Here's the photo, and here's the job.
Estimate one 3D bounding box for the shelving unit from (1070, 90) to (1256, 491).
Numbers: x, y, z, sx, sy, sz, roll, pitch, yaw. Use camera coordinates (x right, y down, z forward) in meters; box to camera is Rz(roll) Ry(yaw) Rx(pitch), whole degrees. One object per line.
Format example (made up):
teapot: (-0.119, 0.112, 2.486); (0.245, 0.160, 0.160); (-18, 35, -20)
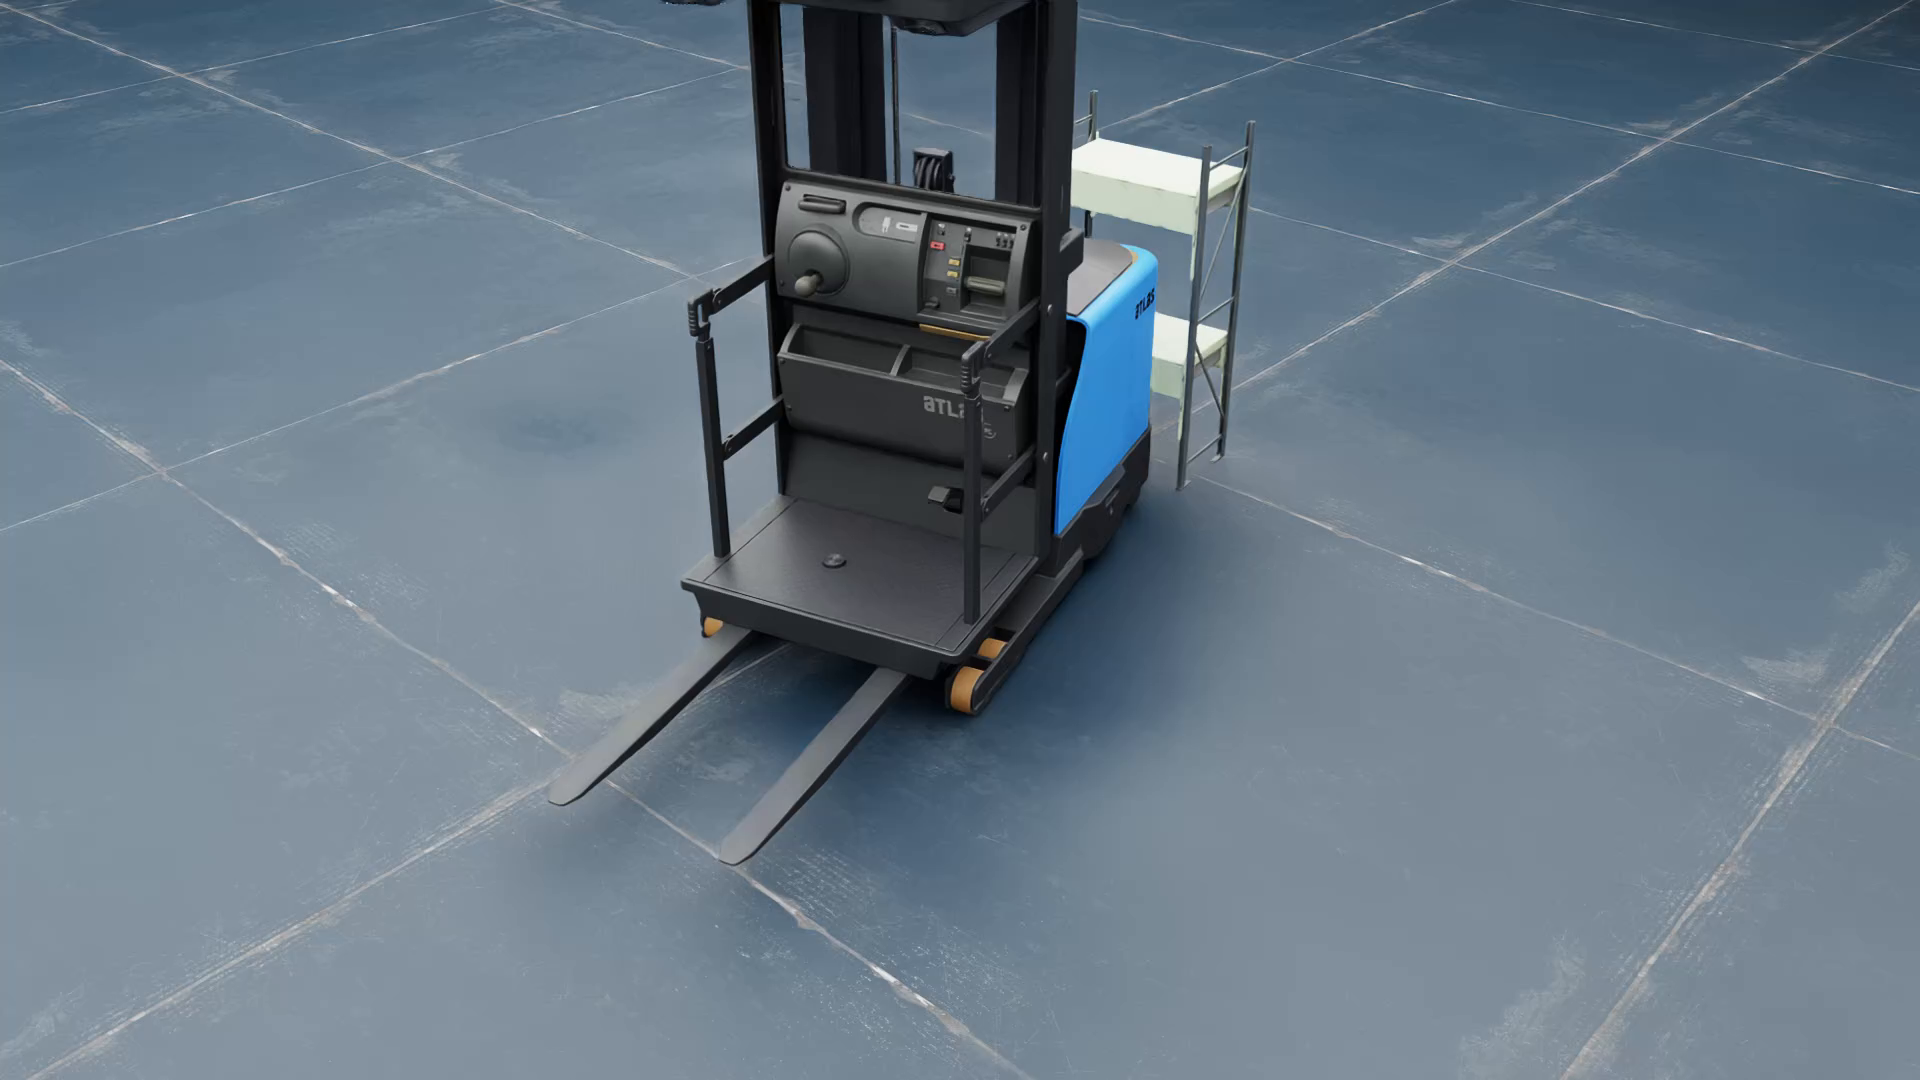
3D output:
shelving unit: (0.752, -1.049, 7.039); (0.755, 1.500, 0.431); (20, 37, 30)

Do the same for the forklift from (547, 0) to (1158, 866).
forklift: (-0.293, -0.910, 5.419); (1.130, 2.935, 3.031); (14, 34, 22)

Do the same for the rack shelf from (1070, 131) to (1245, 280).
rack shelf: (0.752, -1.384, 6.838); (0.720, 0.370, 0.431); (20, 37, 30)

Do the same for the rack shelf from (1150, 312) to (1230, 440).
rack shelf: (0.752, -0.770, 7.207); (0.720, 0.370, 0.431); (20, 37, 30)

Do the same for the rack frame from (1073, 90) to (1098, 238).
rack frame: (0.454, -1.159, 7.221); (0.023, 1.500, 0.400); (20, 37, 30)

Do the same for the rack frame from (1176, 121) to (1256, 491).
rack frame: (1.049, -0.939, 6.856); (0.023, 1.500, 0.400); (20, 37, 30)
